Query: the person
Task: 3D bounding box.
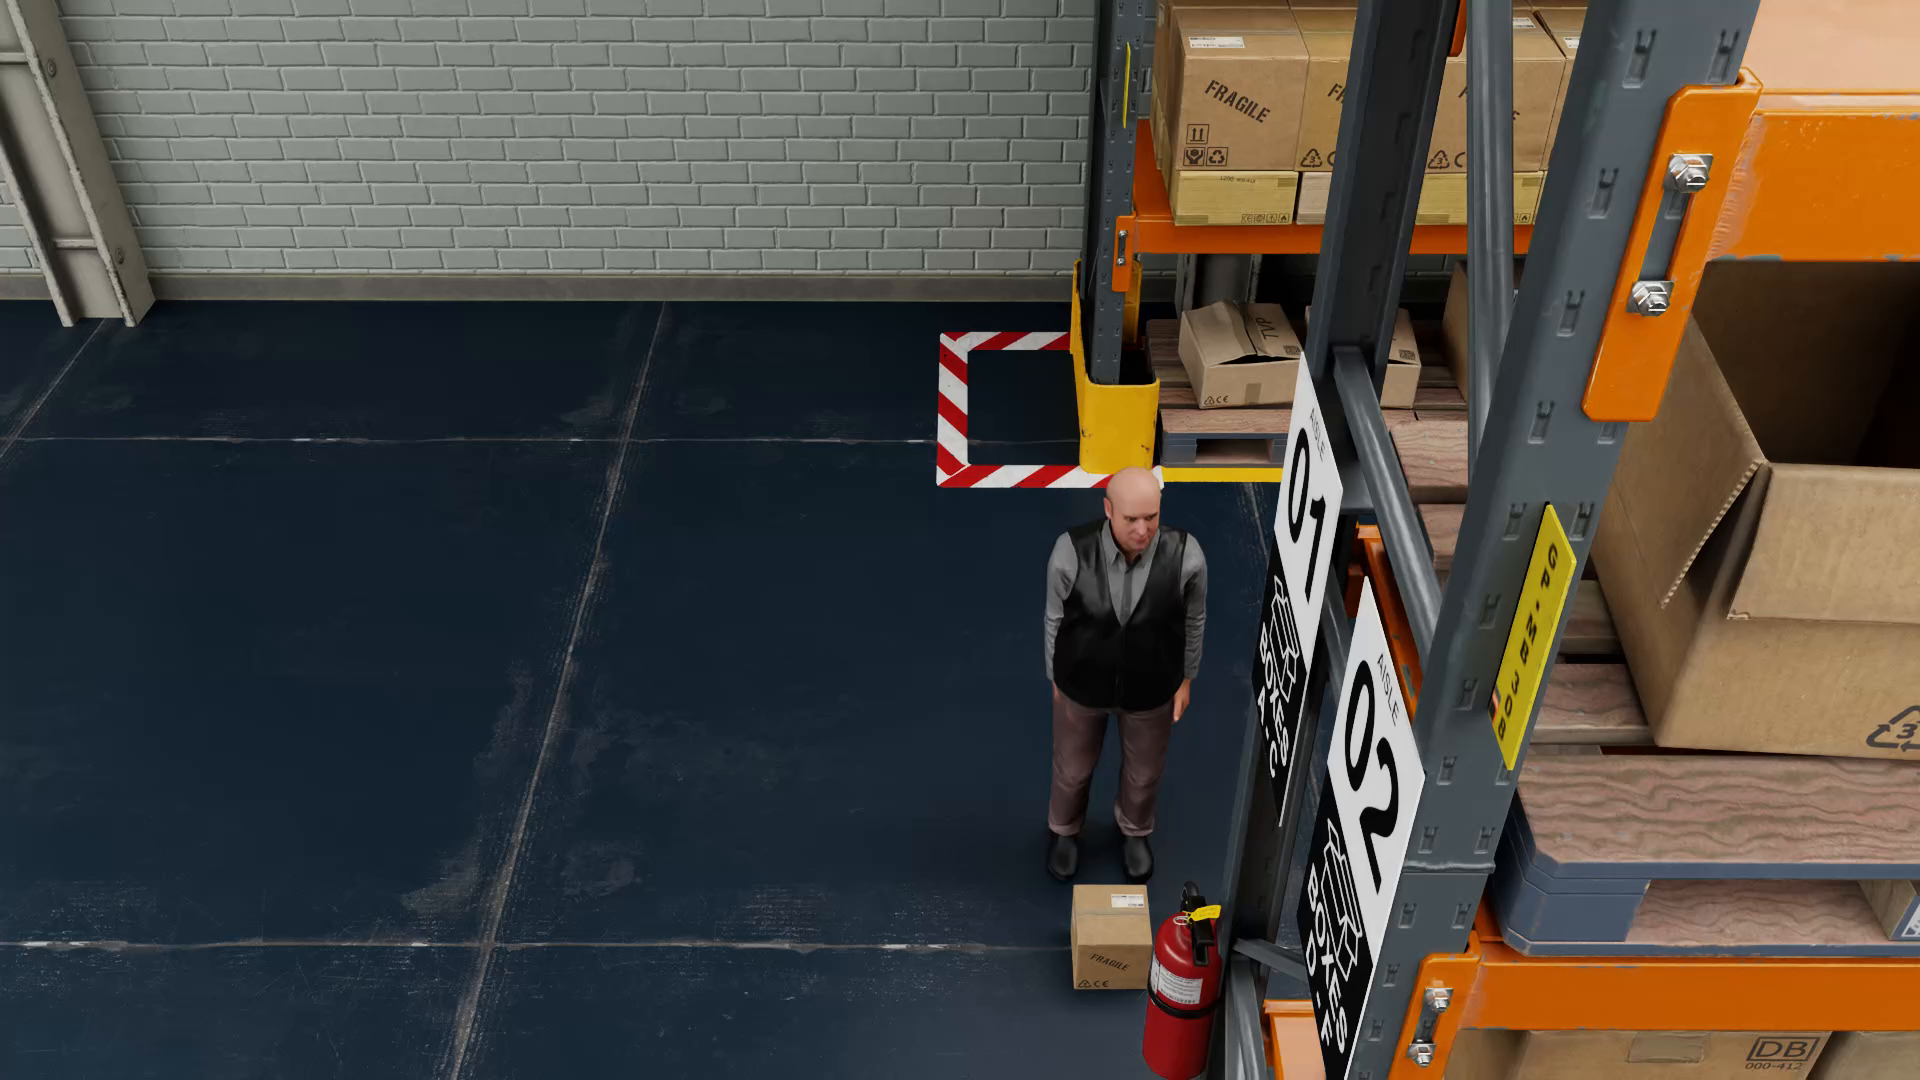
[{"bbox_3d":[0.540,0.482,5.590,0.530,1.717,0.359,1,39,1],"label":"person"}]
